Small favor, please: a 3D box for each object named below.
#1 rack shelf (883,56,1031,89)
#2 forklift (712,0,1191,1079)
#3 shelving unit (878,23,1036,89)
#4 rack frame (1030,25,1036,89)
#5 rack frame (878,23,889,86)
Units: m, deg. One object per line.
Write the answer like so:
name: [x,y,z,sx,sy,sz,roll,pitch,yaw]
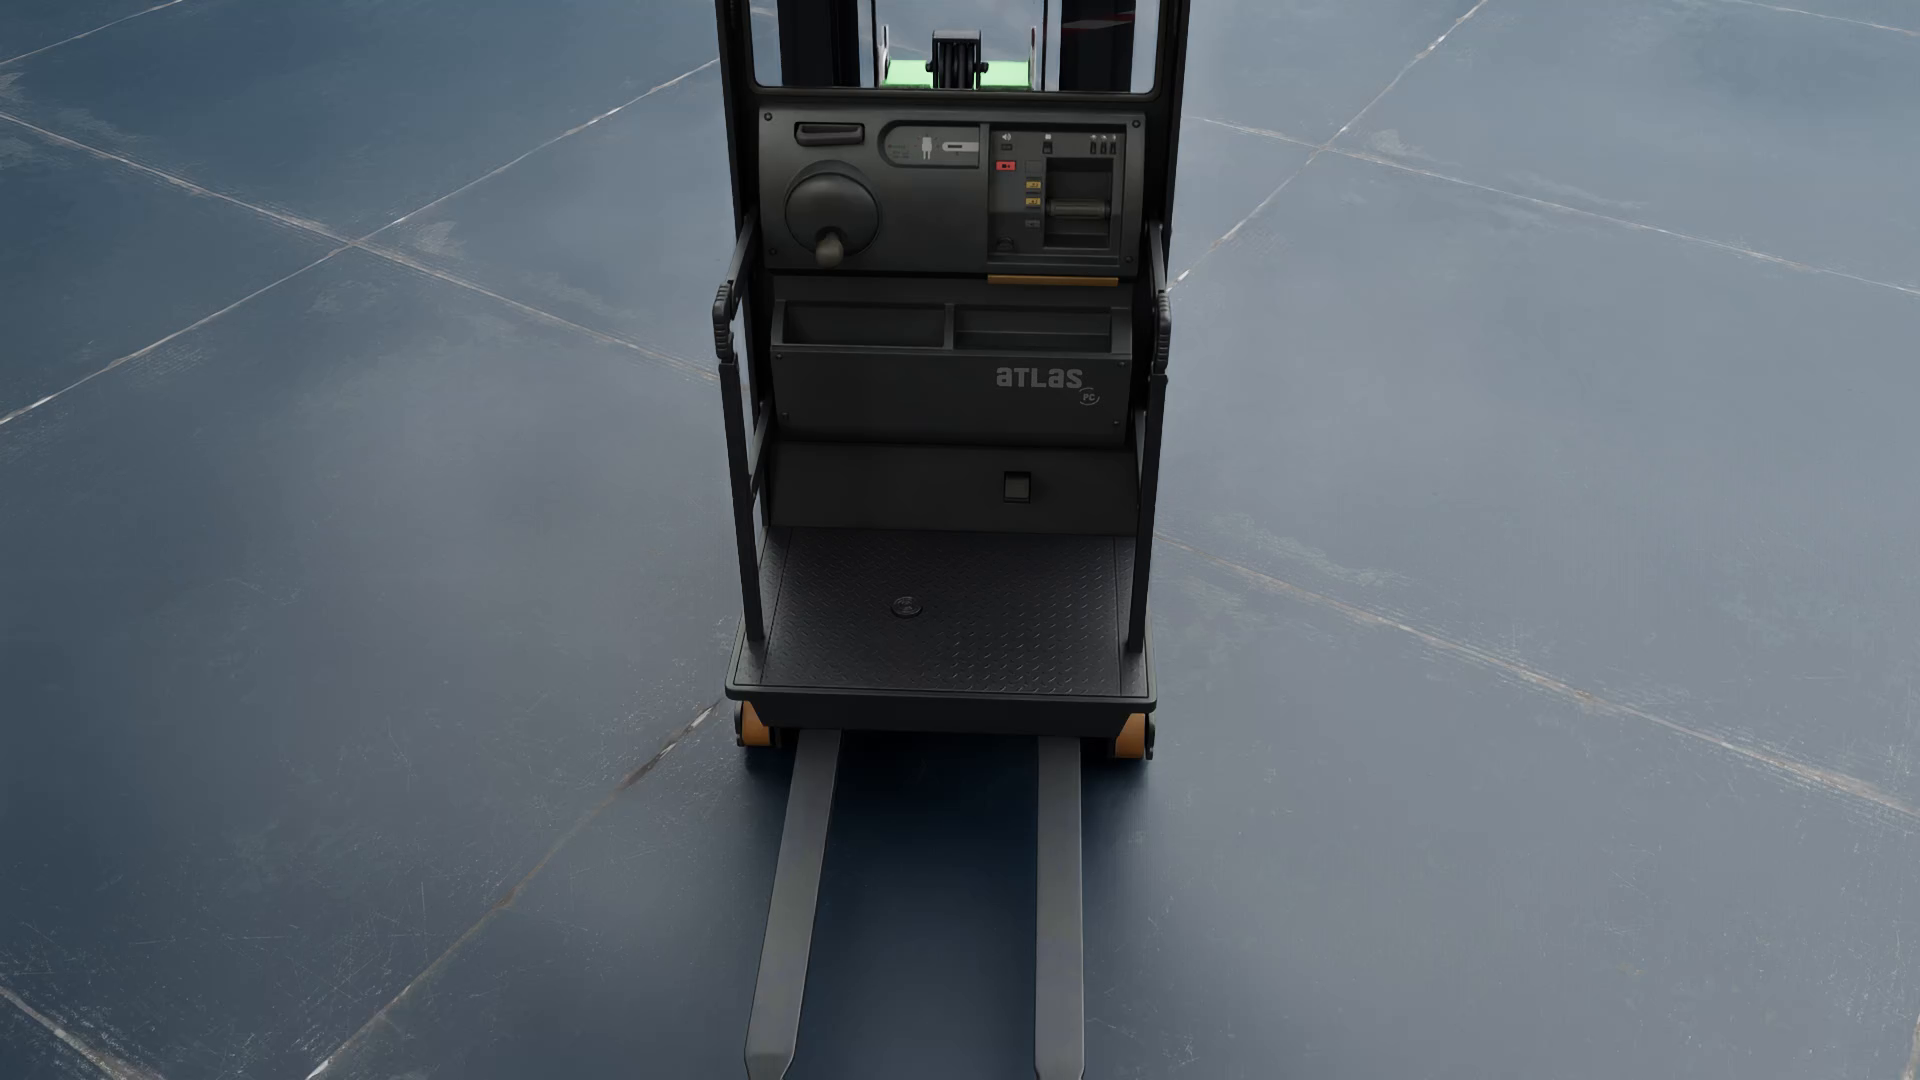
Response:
rack shelf: [-0.006,-1.488,5.503,0.480,0.148,0.258,1,33,2]
forklift: [-0.029,-0.777,3.857,1.130,2.935,3.031,2,38,2]
shelving unit: [-0.007,-1.140,5.732,0.503,1.200,0.258,1,33,2]
rack frame: [0.237,-1.135,5.725,0.015,1.200,0.240,1,33,2]
rack frame: [-0.251,-1.146,5.739,0.015,1.200,0.240,1,33,2]
